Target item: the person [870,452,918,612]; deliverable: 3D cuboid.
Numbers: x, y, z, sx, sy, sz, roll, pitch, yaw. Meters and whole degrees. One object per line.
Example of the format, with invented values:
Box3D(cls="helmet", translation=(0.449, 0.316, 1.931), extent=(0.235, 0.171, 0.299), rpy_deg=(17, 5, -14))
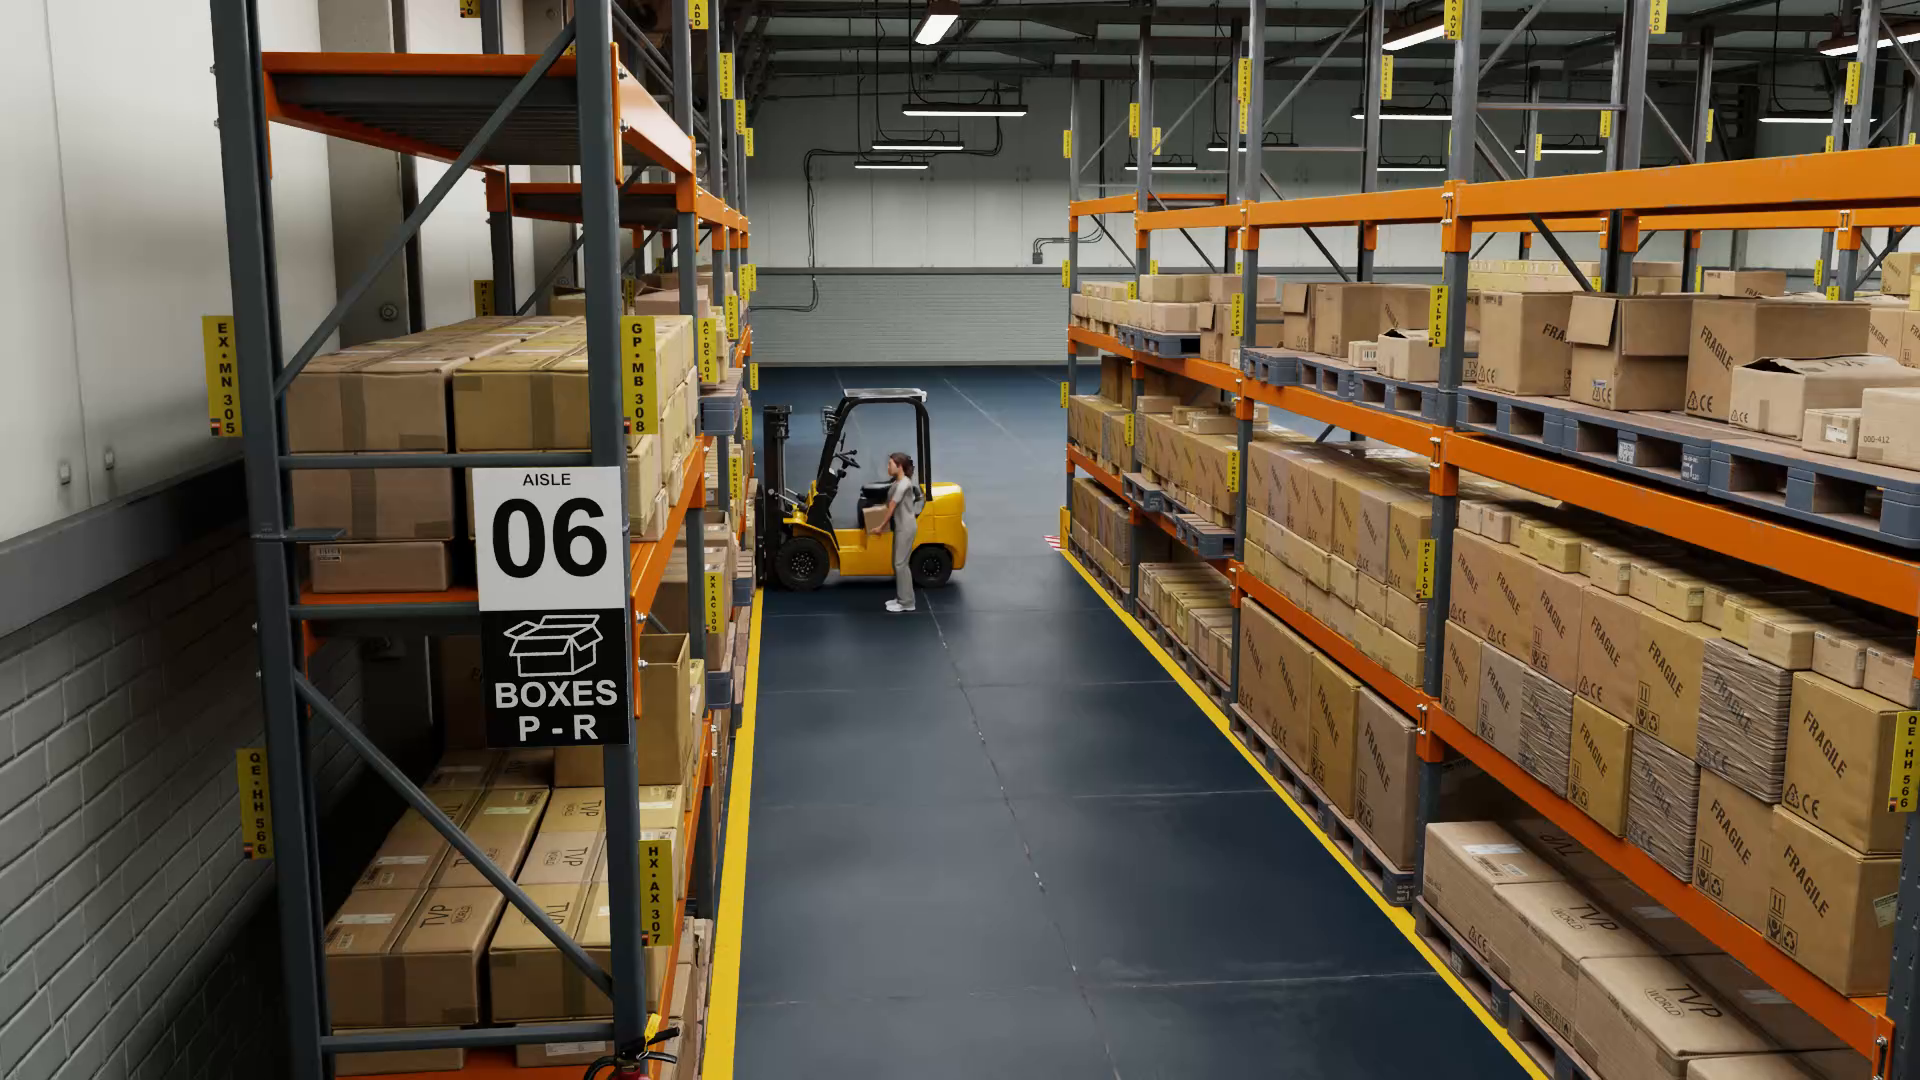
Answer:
Box3D(cls="person", translation=(-0.699, -0.089, 17.450), extent=(0.508, 1.667, 0.410), rpy_deg=(-1, 10, -7))
